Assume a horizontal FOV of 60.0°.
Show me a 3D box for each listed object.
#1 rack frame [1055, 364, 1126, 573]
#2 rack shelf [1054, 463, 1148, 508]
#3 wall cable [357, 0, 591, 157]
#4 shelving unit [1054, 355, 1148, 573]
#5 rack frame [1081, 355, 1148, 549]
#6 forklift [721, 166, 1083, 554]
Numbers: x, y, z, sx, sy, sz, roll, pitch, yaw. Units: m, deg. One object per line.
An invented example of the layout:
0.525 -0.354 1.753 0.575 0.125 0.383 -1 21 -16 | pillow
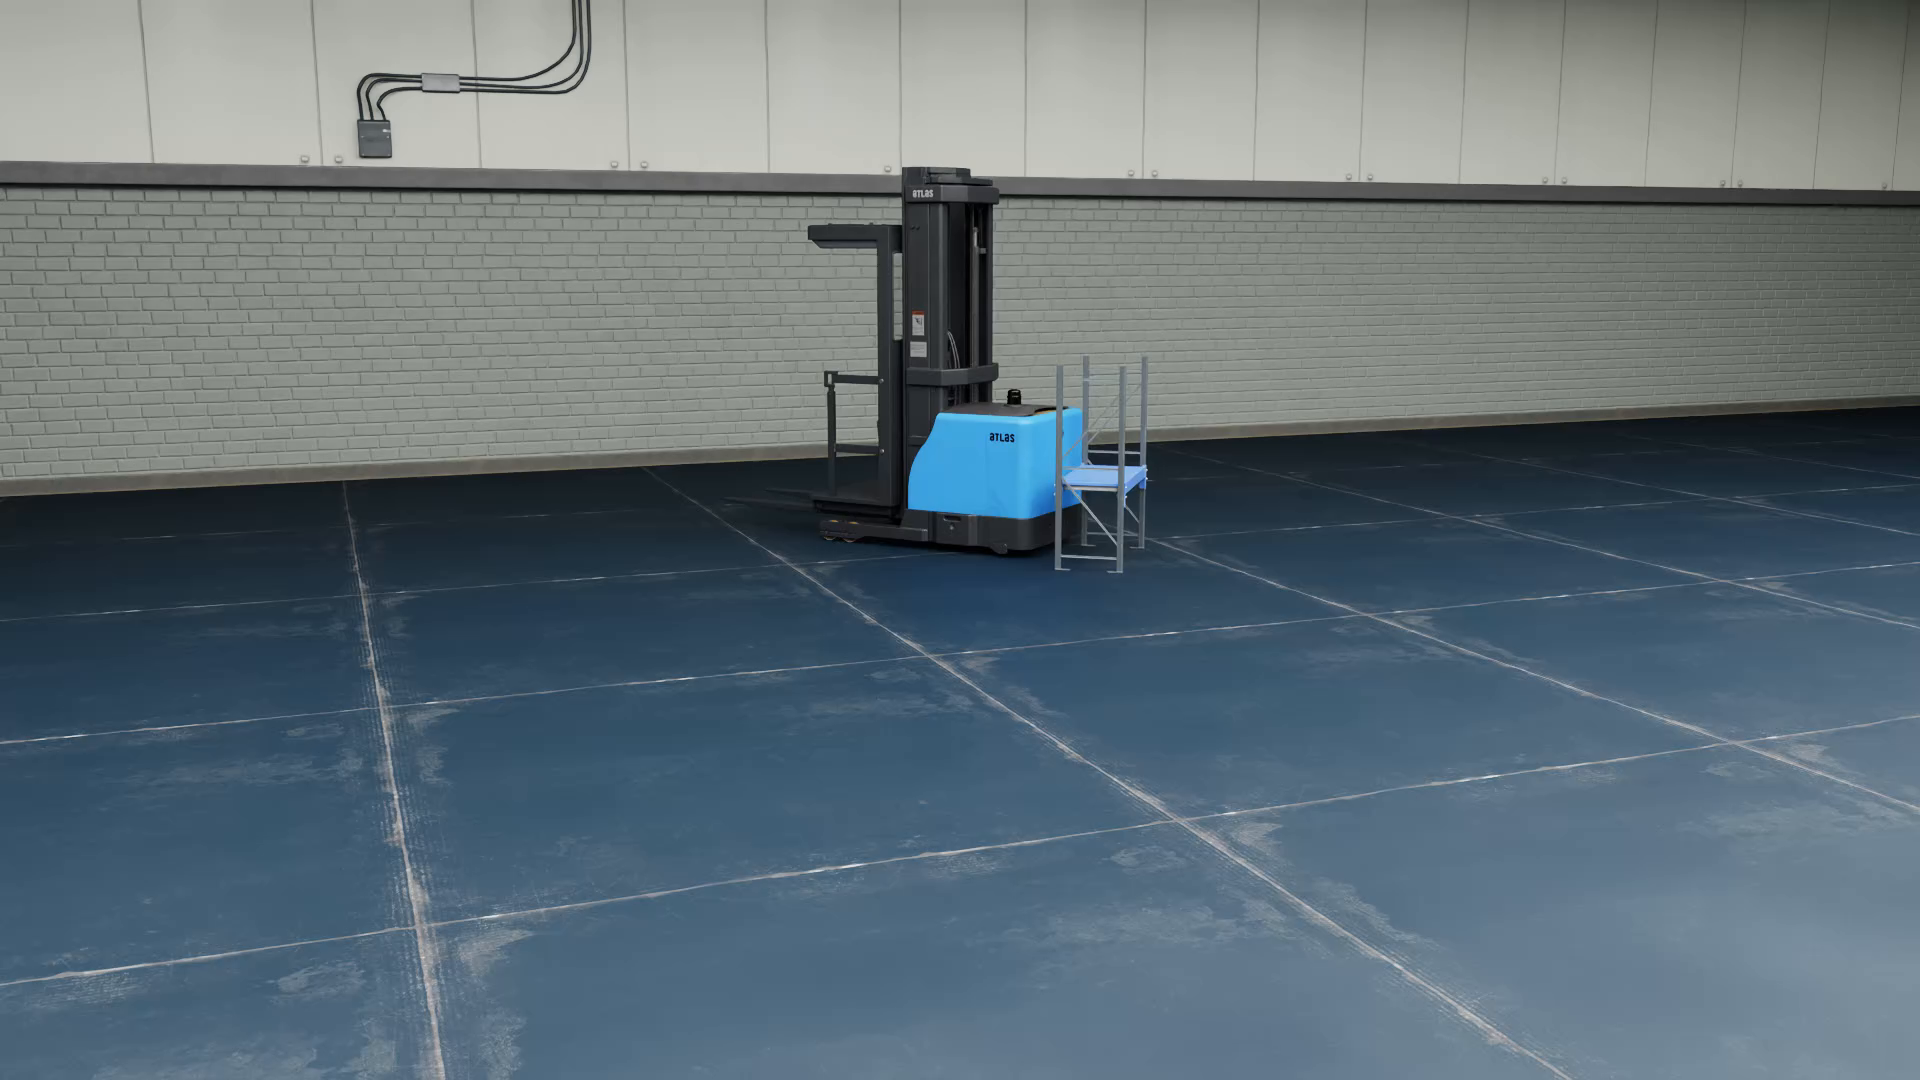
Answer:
0.939 -0.510 12.005 0.500 1.500 0.032 3 10 15 | rack frame
1.070 -0.419 12.520 0.538 0.185 1.000 3 10 15 | rack shelf
-4.821 -6.795 16.212 2.305 6.003 0.169 -4 11 -21 | wall cable
1.070 -0.596 12.488 0.538 1.500 1.048 3 10 15 | shelving unit
1.202 -0.682 12.972 0.500 1.500 0.032 3 10 15 | rack frame
-0.549 -1.497 13.468 3.031 2.935 1.130 6 12 29 | forklift
